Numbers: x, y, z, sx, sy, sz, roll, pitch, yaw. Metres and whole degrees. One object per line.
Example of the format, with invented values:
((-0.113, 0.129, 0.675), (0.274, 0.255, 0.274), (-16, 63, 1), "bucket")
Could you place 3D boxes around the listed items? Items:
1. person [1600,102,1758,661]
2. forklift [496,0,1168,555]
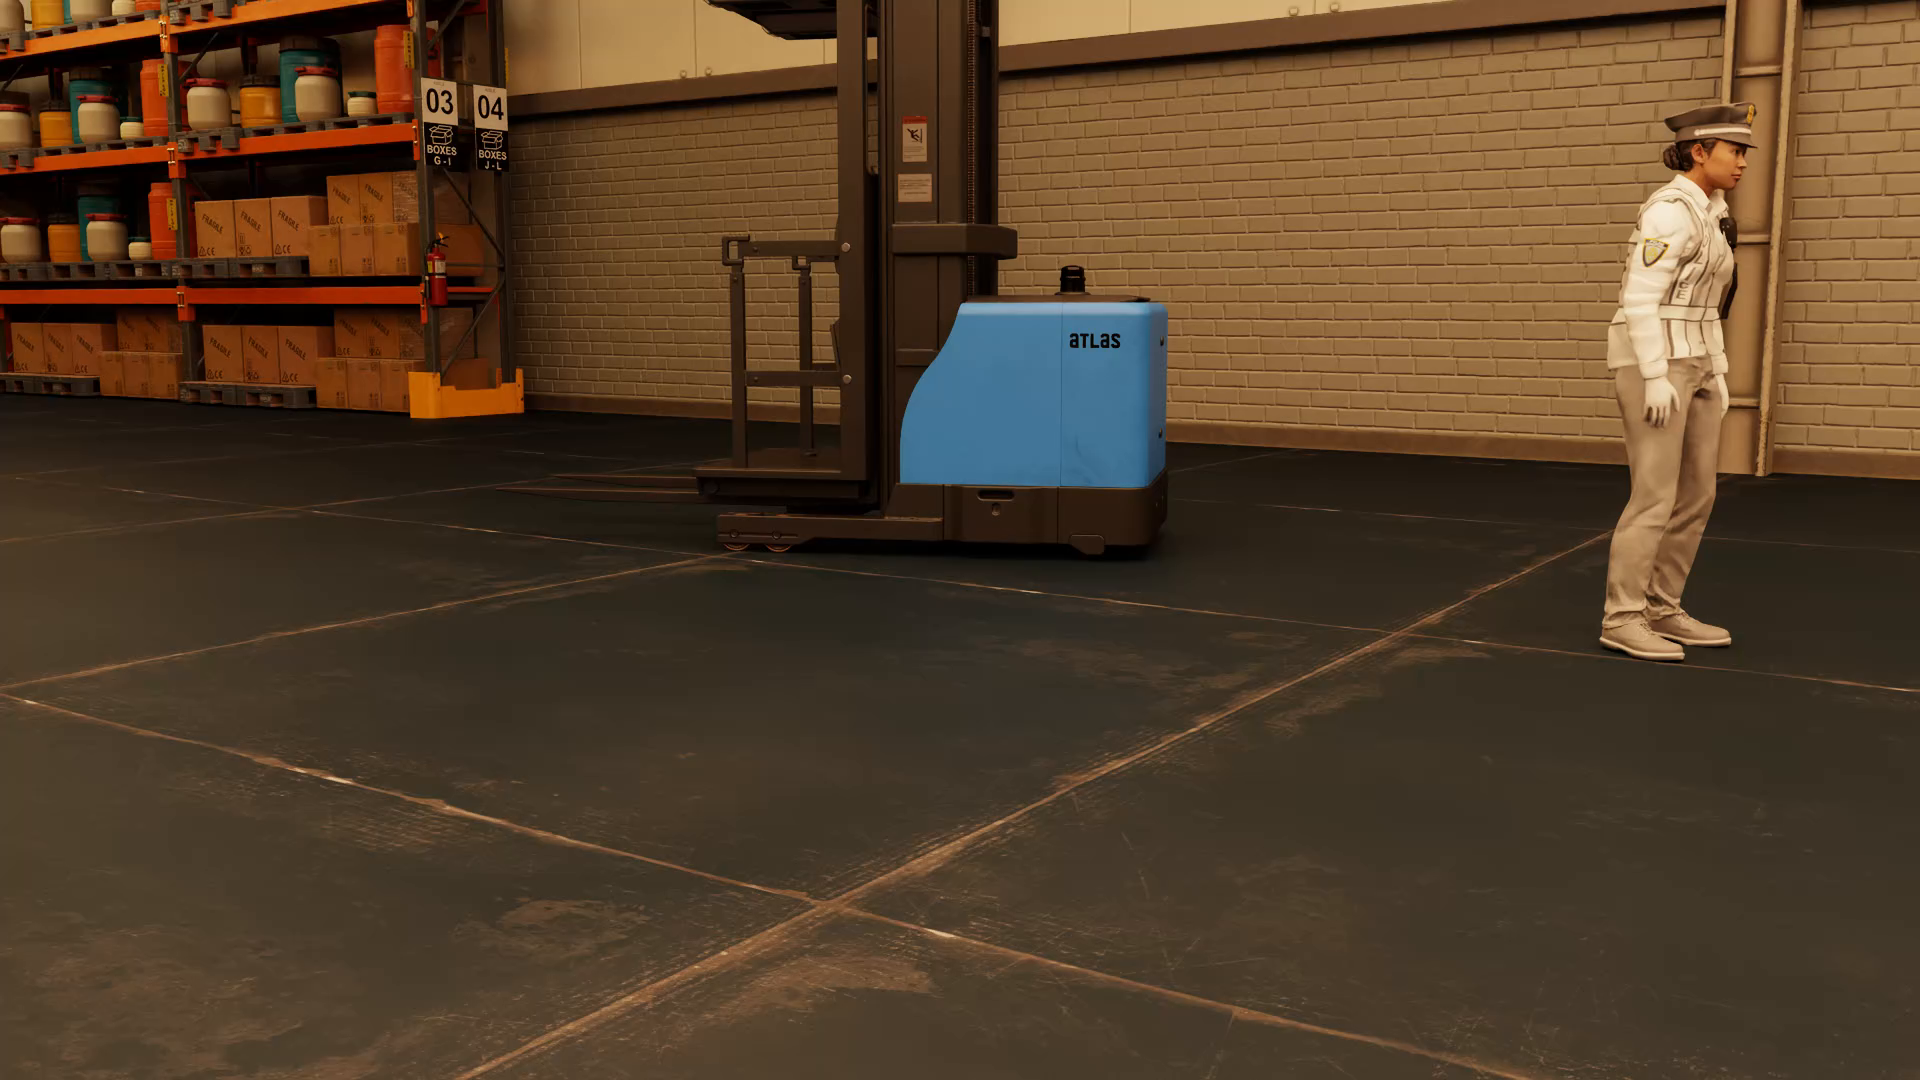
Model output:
((2.222, -0.491, 5.154), (0.543, 1.665, 0.373), (-8, 11, -43), "person")
((-0.596, -1.469, 7.520), (3.031, 2.935, 1.130), (2, 8, 12), "forklift")
